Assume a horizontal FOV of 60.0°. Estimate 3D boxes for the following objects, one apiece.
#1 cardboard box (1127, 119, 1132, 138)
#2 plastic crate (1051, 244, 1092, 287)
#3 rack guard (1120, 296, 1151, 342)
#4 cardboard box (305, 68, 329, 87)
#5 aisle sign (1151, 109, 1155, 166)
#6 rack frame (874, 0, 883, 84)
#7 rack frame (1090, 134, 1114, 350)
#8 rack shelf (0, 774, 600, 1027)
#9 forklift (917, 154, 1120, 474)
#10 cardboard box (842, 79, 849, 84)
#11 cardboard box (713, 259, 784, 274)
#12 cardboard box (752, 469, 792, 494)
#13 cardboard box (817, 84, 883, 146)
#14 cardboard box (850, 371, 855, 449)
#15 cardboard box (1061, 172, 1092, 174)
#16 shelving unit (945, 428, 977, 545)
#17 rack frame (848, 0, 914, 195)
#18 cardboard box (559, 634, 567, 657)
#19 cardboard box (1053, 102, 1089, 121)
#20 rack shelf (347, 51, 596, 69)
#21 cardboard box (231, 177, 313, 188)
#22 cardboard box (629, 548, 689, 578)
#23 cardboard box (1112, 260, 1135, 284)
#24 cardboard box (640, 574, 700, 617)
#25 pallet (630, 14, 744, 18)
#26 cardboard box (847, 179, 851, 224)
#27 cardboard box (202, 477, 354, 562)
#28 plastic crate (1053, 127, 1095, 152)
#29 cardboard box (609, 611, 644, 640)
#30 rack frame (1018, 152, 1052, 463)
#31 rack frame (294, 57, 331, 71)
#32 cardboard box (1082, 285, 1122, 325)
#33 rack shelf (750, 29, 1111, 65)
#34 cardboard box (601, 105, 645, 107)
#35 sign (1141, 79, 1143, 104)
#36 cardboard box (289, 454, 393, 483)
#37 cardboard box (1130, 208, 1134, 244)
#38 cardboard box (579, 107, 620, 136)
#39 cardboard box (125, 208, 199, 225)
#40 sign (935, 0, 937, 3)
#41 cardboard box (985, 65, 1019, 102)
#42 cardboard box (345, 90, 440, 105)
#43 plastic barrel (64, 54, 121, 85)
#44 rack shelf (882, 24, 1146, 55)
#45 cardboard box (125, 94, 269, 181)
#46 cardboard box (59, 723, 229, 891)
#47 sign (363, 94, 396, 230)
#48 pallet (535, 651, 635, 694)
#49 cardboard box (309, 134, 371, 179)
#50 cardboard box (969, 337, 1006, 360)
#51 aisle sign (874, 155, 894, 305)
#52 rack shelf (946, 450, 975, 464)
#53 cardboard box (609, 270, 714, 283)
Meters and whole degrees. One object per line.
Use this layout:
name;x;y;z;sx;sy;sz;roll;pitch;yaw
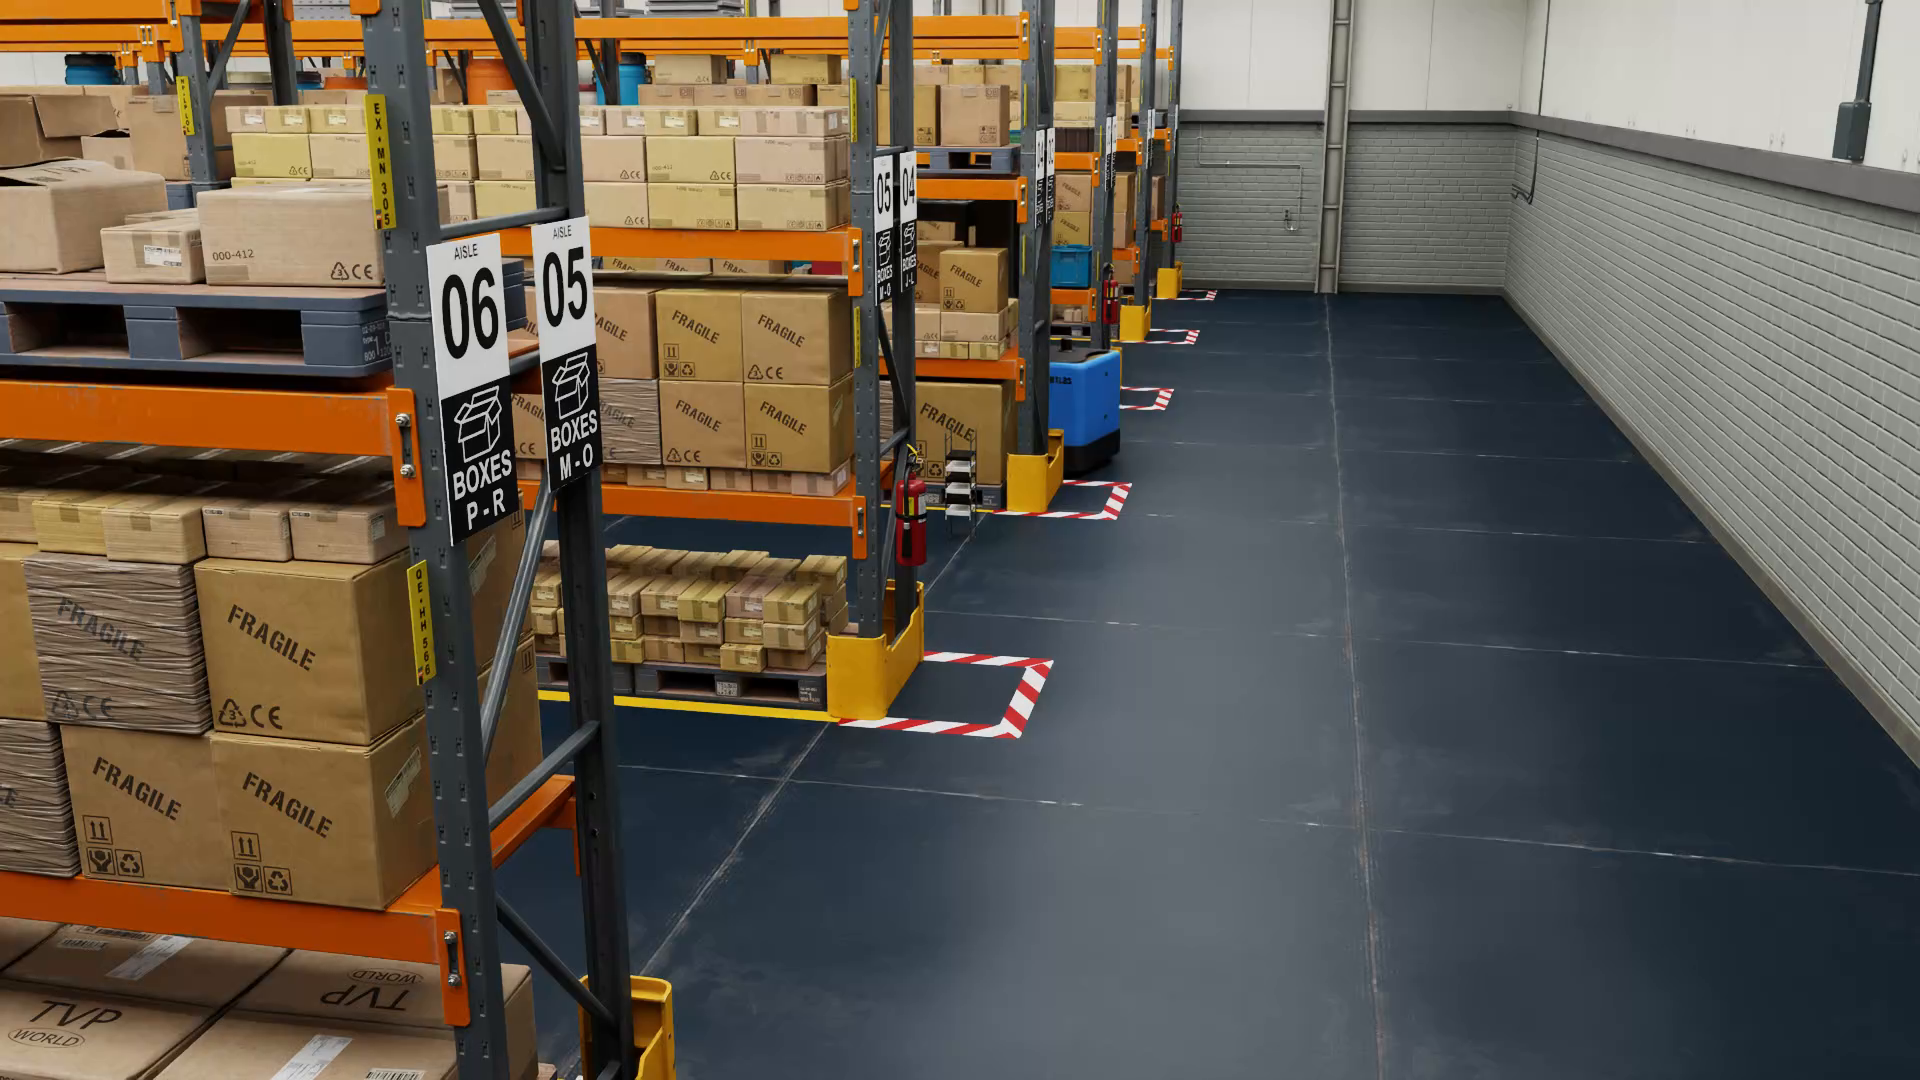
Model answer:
cardboard box;2.180;-5.898;23.827;0.500;0.250;0.500;3;16;11
plastic crate;1.277;-3.150;19.067;0.499;0.435;0.616;3;16;11
rack guard;2.559;-3.230;24.217;0.348;0.500;1.175;3;16;11
cardboard box;-11.733;-8.479;30.767;0.500;0.500;0.500;2;16;7
aisle sign;2.759;-5.757;23.786;0.004;0.787;0.394;3;16;11
rack frame;-1.287;-7.535;23.836;0.127;3.000;1.000;3;16;11
rack frame;1.642;-3.135;19.191;0.127;3.000;1.000;3;16;11
rack shelf;-3.279;0.993;5.635;4.000;0.370;1.077;3;16;11
forklift;0.014;-2.280;16.232;3.031;2.935;1.130;8;17;25
cardboard box;-1.766;-6.434;24.320;0.600;0.600;0.600;2;16;6
cardboard box;-1.854;-2.338;14.631;0.500;0.500;0.500;3;16;9
cardboard box;-1.044;-0.393;9.762;0.250;0.149;0.380;3;16;11
cardboard box;-0.909;-3.674;14.355;0.500;0.500;0.700;2;16;7
cardboard box;-0.817;-0.835;10.143;0.500;0.500;0.500;4;16;14
cardboard box;1.737;-5.079;24.149;0.500;0.500;0.500;3;16;12
shelving unit;0.008;-0.433;13.370;0.210;0.900;0.258;3;16;11
rack frame;-0.432;-3.439;9.048;0.127;3.000;1.000;3;16;11
cardboard box;-2.274;0.600;10.260;0.250;0.149;0.380;3;16;12
cardboard box;1.589;-6.032;23.375;0.500;0.250;0.500;3;16;11
rack shelf;-7.166;-7.314;25.137;4.000;0.370;1.077;3;16;11
cardboard box;-3.951;-2.040;9.899;0.500;0.250;0.500;4;16;14
cardboard box;-1.923;0.182;10.656;0.250;0.149;0.380;4;16;13
cardboard box;2.911;-4.736;28.865;0.500;0.500;0.700;3;16;11
cardboard box;-1.756;0.336;10.098;0.250;0.149;0.380;2;16;9
pallet;-3.094;-5.991;19.367;1.213;0.211;1.003;3;16;11
cardboard box;-0.821;-2.011;9.796;0.500;0.250;0.500;4;16;13
cardboard box;-1.964;-0.064;4.827;0.250;0.149;0.380;3;16;12
plastic crate;1.321;-4.611;19.145;0.590;0.269;0.497;3;16;11
cardboard box;-2.026;0.476;10.151;0.250;0.149;0.380;3;16;12
rack frame;0.655;-1.840;14.514;0.127;3.000;1.000;3;16;11
rack frame;-12.062;-9.469;30.819;0.127;3.000;1.000;3;16;11
cardboard box;2.051;-3.403;24.015;0.500;0.500;0.500;3;16;11
rack shelf;-0.317;-5.593;18.924;4.000;0.370;1.077;3;16;11
cardboard box;-1.953;-2.520;9.950;0.250;0.149;0.380;4;16;13
sign;2.503;-6.159;22.830;0.005;0.325;0.100;3;16;11
cardboard box;-1.883;-0.176;5.234;0.250;0.149;0.380;4;16;12
cardboard box;2.251;-4.572;24.189;0.500;0.500;0.500;3;16;12
cardboard box;-2.065;-2.371;9.411;0.250;0.149;0.380;3;16;12
cardboard box;-2.340;-0.940;5.145;0.250;0.149;0.380;4;16;13
sign;-0.400;-9.177;27.865;0.005;0.325;0.100;3;16;11
cardboard box;0.671;-6.528;23.760;0.500;0.500;0.700;3;16;11
cardboard box;-5.178;-3.860;15.208;0.637;0.503;0.797;3;16;10
plastic barrel;-11.071;-5.744;21.265;0.708;0.901;0.600;3;16;11
rack shelf;0.673;-7.080;23.548;4.000;0.370;1.077;3;16;11
cardboard box;-4.701;-2.505;10.324;0.500;0.500;0.700;3;16;11
cardboard box;-2.334;0.718;5.095;0.500;0.500;0.500;3;16;10
sign;-1.441;-0.940;4.137;0.005;0.325;0.100;3;16;11
pallet;-2.487;0.674;10.662;1.213;0.211;1.003;3;16;11
cardboard box;-3.440;-2.258;9.751;0.500;0.250;0.500;3;16;11
cardboard box;0.241;-1.651;14.305;0.250;0.149;0.380;3;16;12
aisle sign;-0.420;-1.718;9.205;0.004;0.787;0.394;3;16;11
rack shelf;0.008;-0.661;13.307;0.200;0.077;0.258;3;16;11
cardboard box;-1.820;-1.373;10.211;0.500;0.500;0.500;3;16;10
